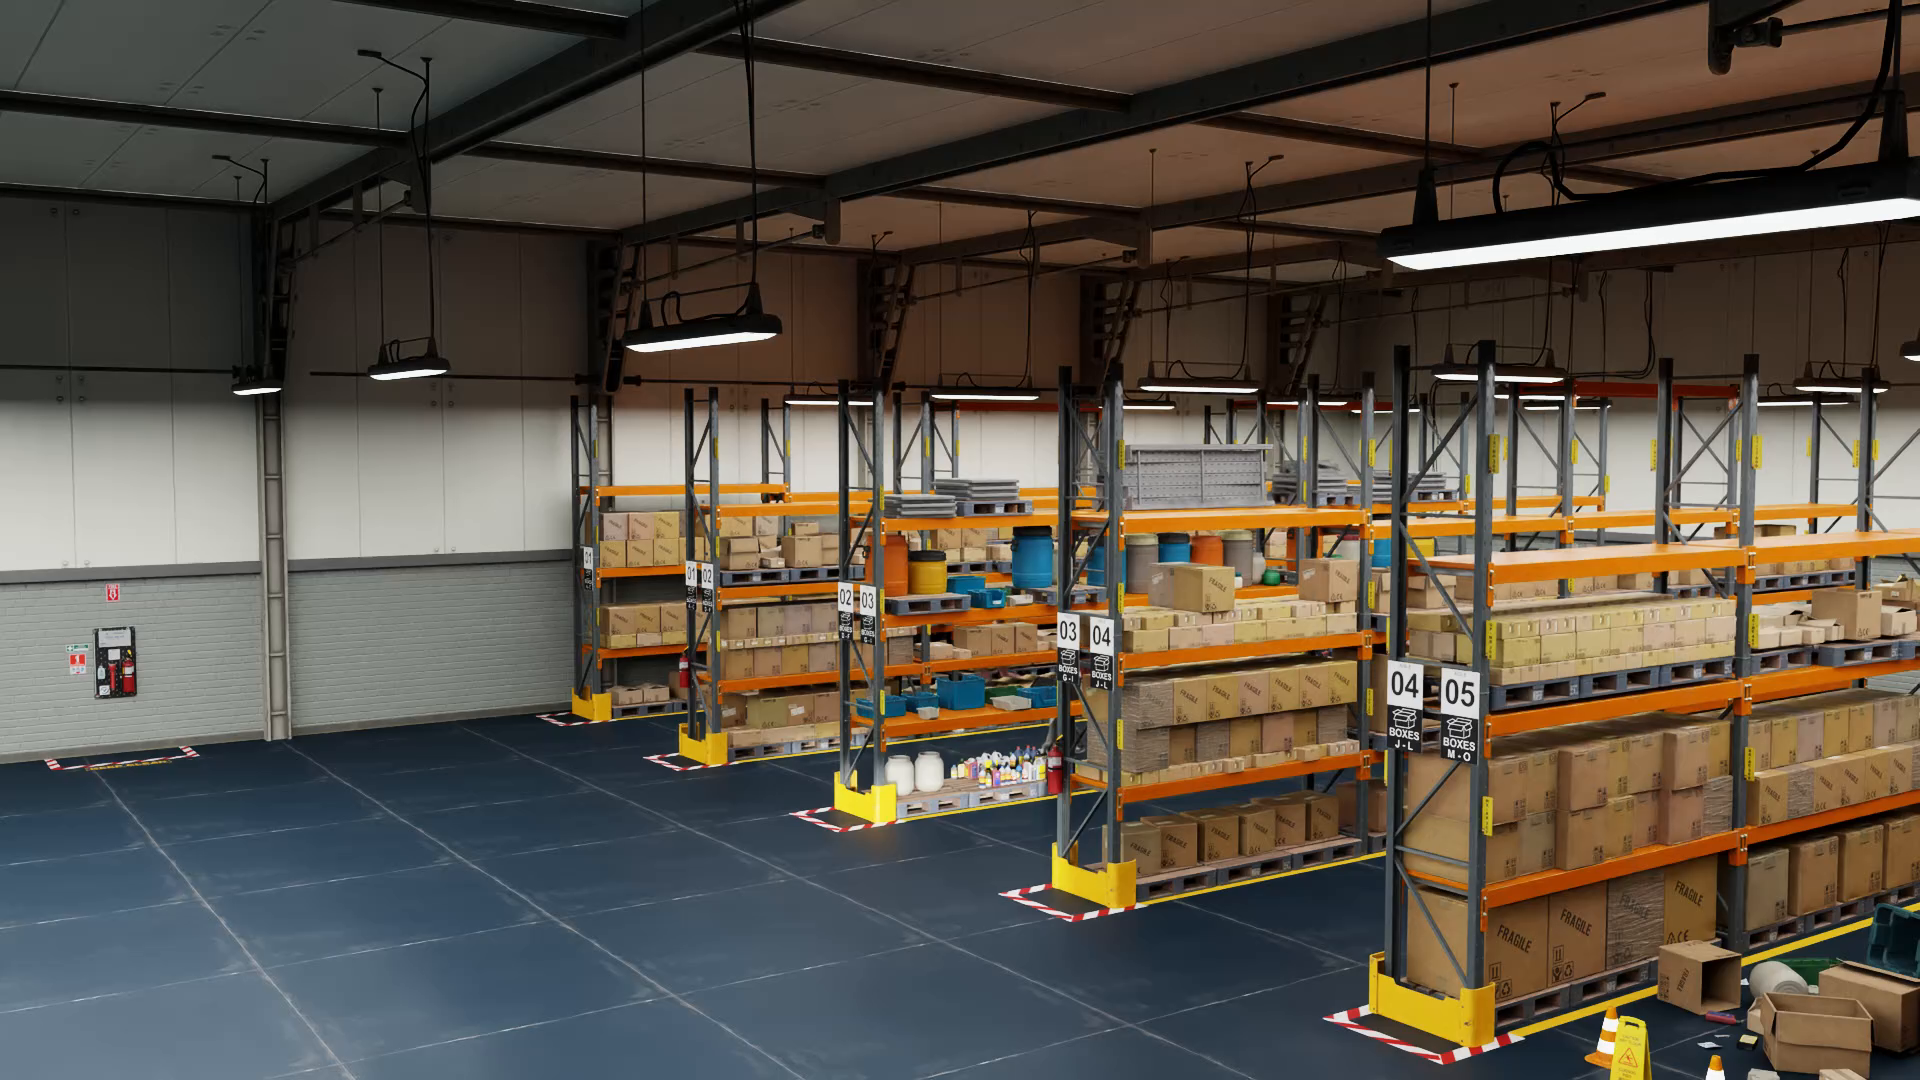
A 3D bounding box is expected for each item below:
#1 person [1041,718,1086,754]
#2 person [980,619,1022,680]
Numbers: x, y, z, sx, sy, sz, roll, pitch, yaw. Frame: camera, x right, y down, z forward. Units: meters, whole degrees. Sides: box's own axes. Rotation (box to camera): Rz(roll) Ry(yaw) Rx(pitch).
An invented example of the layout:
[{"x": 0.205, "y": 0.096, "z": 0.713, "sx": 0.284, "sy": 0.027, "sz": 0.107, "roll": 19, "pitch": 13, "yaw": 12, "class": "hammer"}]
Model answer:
[{"x": 1.647, "y": 2.732, "z": 27.164, "sx": 0.903, "sy": 1.552, "sz": 0.432, "roll": -2, "pitch": 4, "yaw": -25, "class": "person"}, {"x": 0.802, "y": 2.241, "z": 33.193, "sx": 1.018, "sy": 1.478, "sz": 0.442, "roll": -2, "pitch": 4, "yaw": -29, "class": "person"}]
